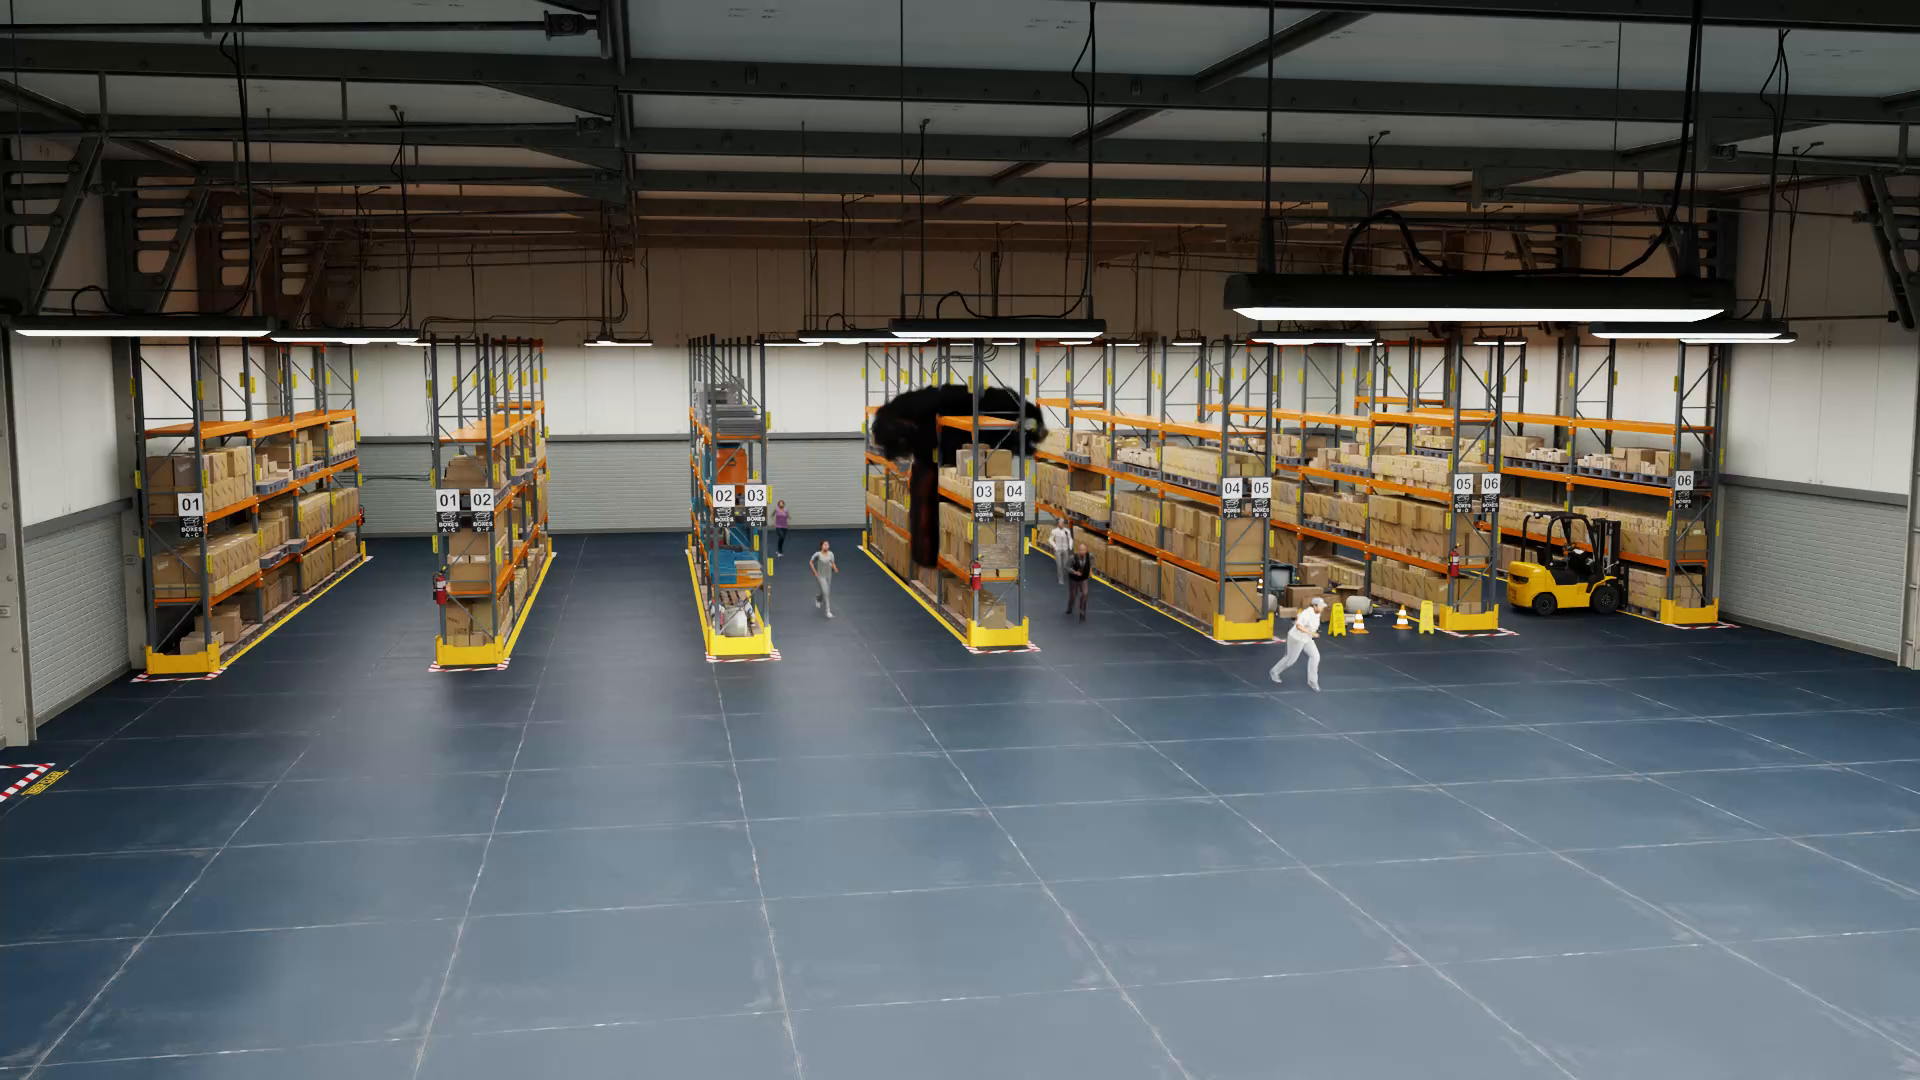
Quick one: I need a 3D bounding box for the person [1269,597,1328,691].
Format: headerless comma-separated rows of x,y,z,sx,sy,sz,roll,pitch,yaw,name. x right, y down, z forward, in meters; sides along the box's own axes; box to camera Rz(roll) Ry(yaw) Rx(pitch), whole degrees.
5.753,1.743,28.210,1.024,1.627,0.648,5,8,36,person

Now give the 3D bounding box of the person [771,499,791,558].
-4.915,-0.305,45.839,0.507,1.637,0.697,-3,7,-23,person

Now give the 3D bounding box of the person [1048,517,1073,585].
2.469,0.250,40.737,0.617,1.662,0.537,-1,7,-6,person

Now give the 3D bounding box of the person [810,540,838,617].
-2.978,0.801,35.932,0.547,1.654,0.877,-4,8,-31,person

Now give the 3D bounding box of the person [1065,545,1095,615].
2.509,0.808,35.361,0.701,1.512,0.970,-2,7,-15,person
